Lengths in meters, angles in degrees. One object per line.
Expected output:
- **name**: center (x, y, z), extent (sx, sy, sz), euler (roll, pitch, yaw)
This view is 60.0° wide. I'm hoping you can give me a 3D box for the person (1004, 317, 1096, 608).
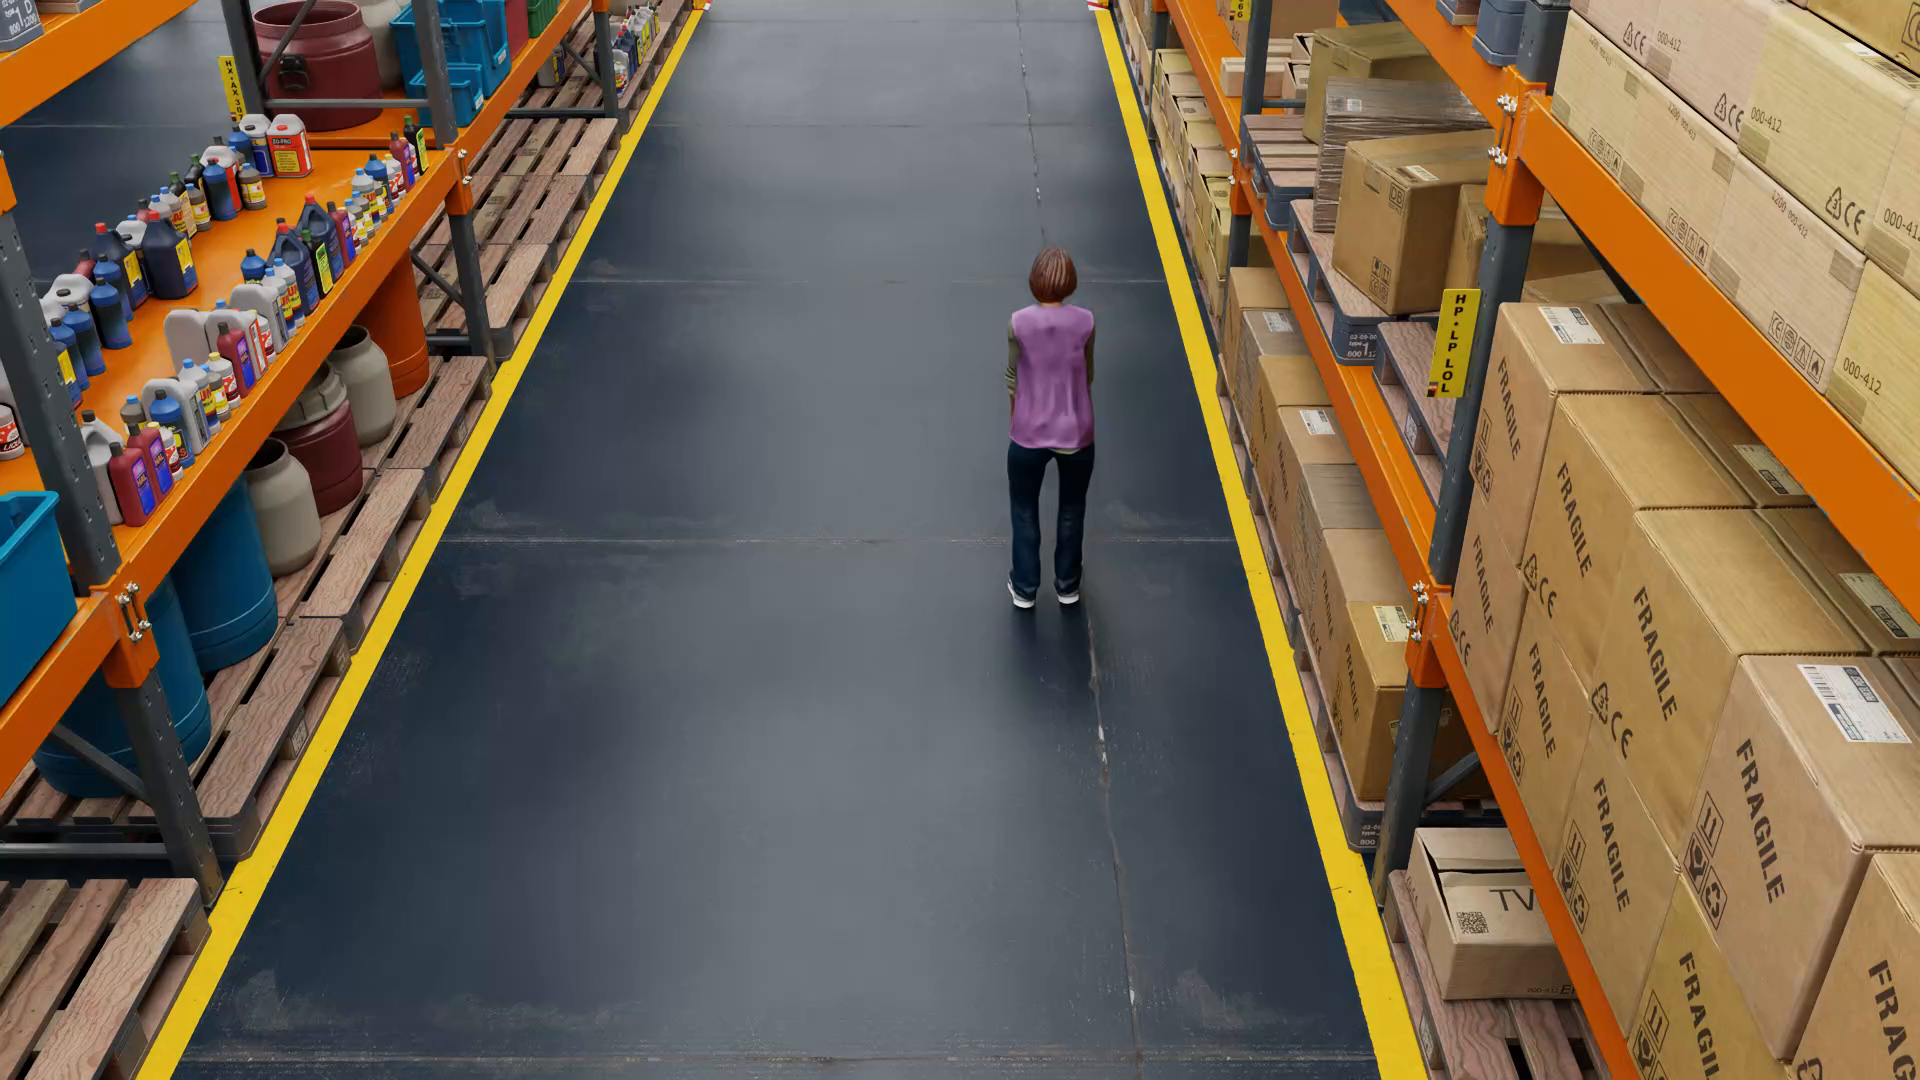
- **person**: center (0.372, -0.328, 6.918), extent (0.373, 1.342, 0.386), euler (-1, 32, -1)
